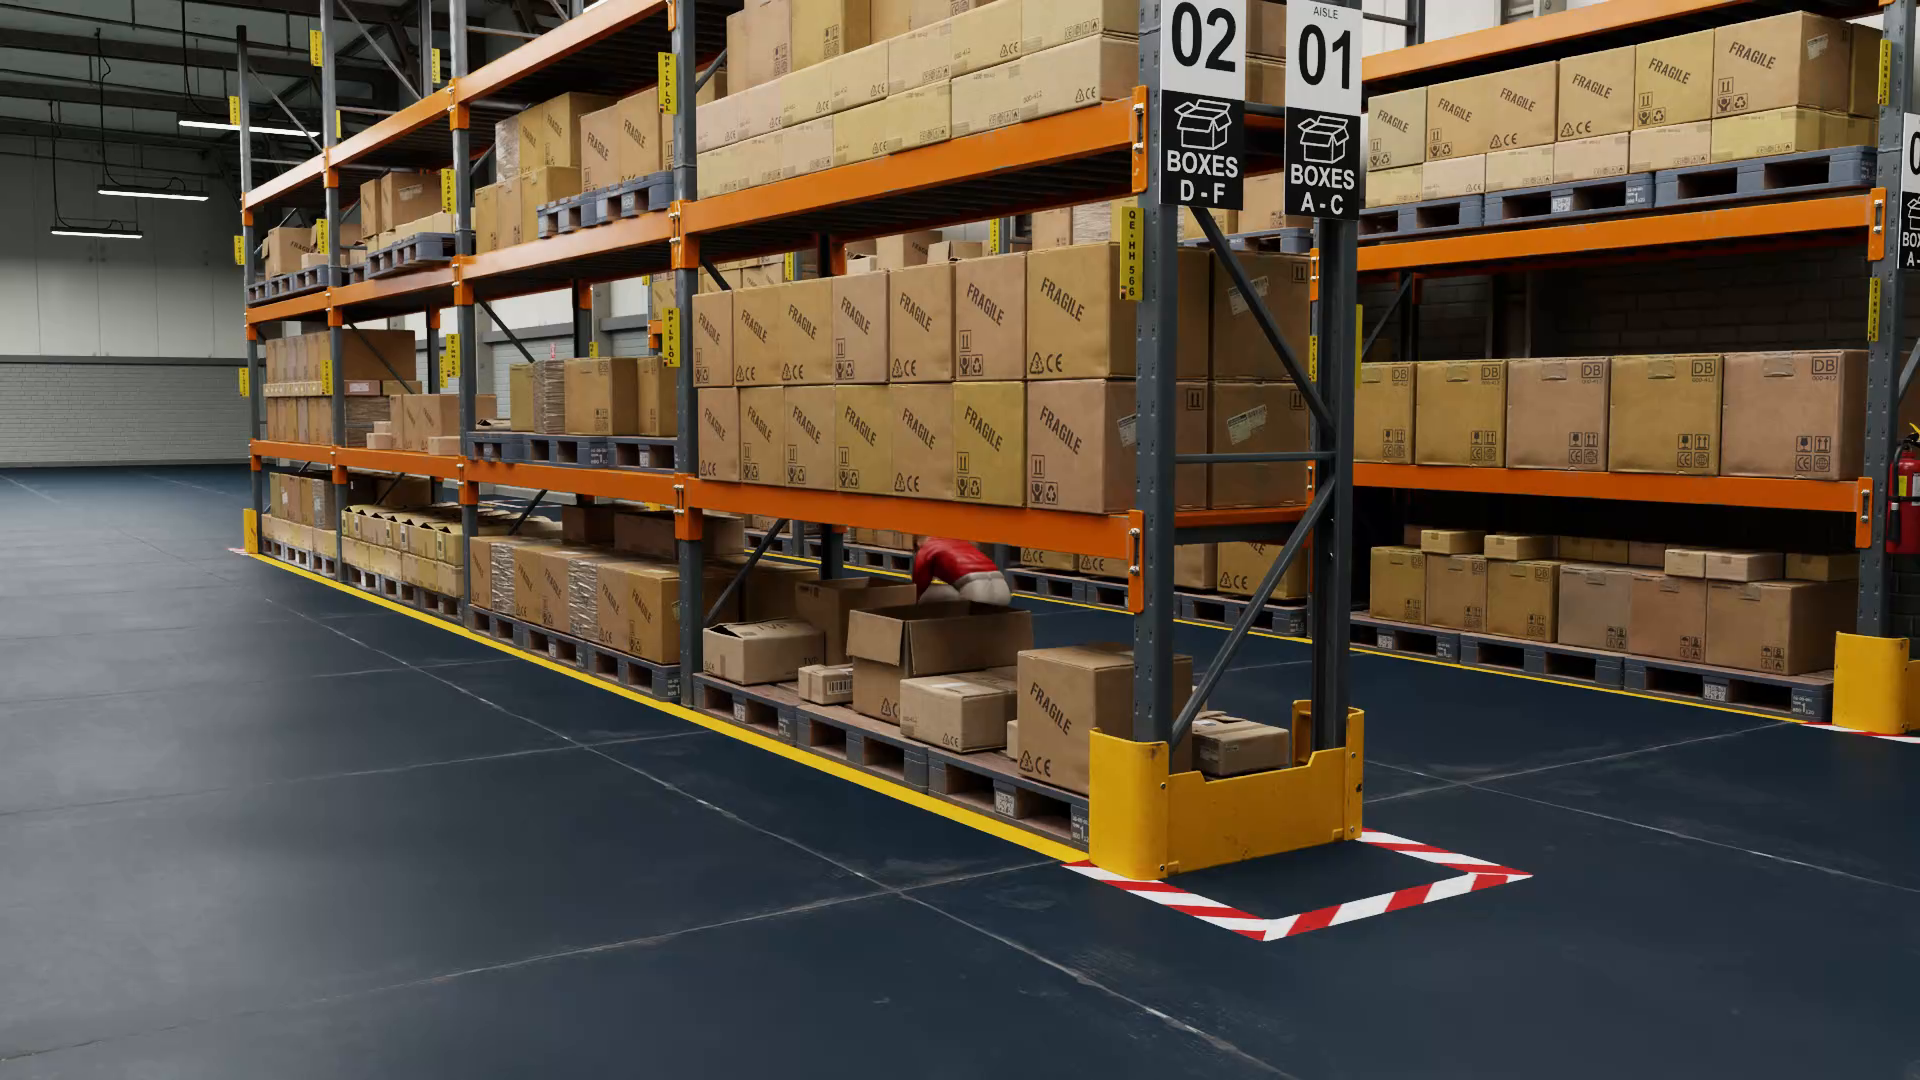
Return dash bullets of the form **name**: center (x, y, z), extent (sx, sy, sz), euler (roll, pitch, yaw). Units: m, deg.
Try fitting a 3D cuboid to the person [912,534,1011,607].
- **person**: center (-0.023, 0.368, 11.824), extent (0.548, 0.855, 0.873), euler (-3, 6, -34)
